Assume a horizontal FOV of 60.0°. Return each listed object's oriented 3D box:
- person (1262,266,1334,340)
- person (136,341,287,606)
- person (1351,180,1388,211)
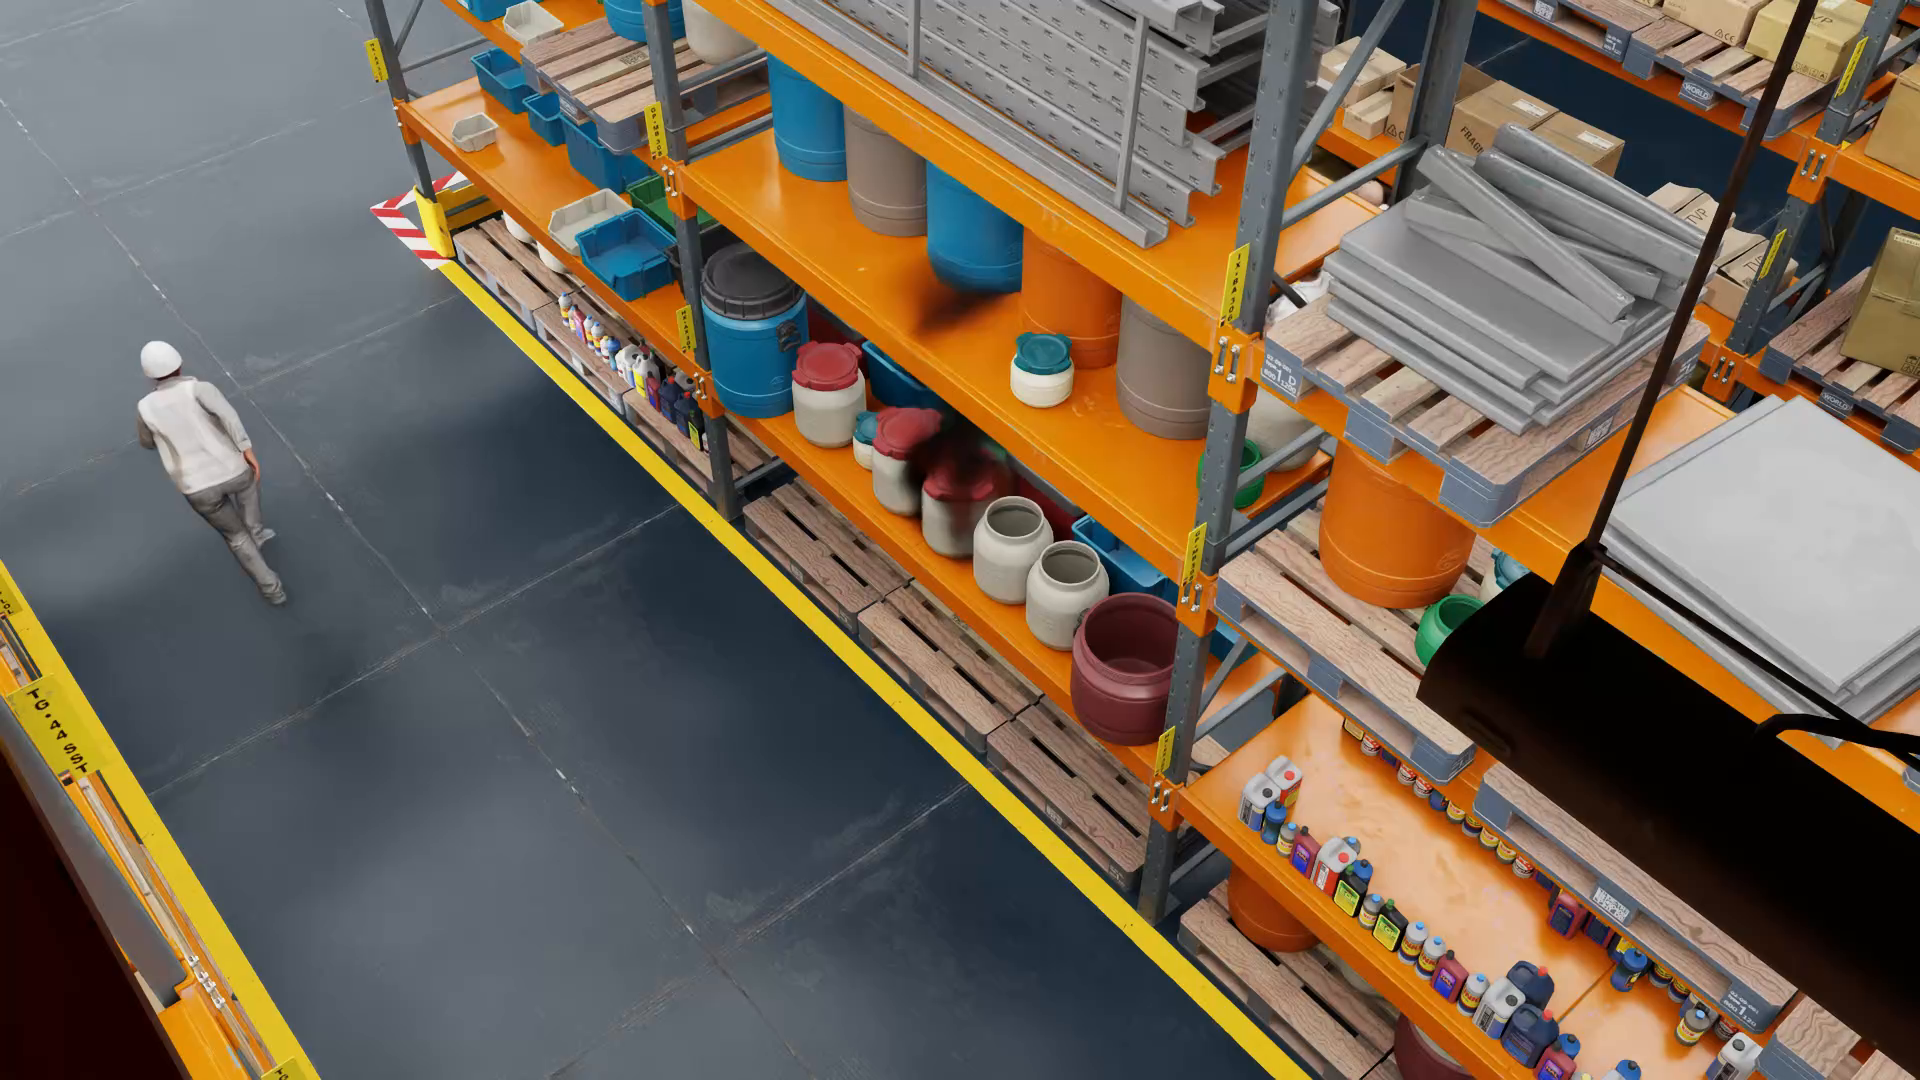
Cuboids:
[{"bbox_3d":[2.059,-1.158,10.511,0.698,1.879,0.646,28,52,24],"label":"person"},{"bbox_3d":[-4.605,-0.419,10.186,0.615,1.553,1.104,-20,50,-18],"label":"person"},{"bbox_3d":[2.652,-1.561,10.918,0.974,1.727,0.719,23,51,20],"label":"person"}]
